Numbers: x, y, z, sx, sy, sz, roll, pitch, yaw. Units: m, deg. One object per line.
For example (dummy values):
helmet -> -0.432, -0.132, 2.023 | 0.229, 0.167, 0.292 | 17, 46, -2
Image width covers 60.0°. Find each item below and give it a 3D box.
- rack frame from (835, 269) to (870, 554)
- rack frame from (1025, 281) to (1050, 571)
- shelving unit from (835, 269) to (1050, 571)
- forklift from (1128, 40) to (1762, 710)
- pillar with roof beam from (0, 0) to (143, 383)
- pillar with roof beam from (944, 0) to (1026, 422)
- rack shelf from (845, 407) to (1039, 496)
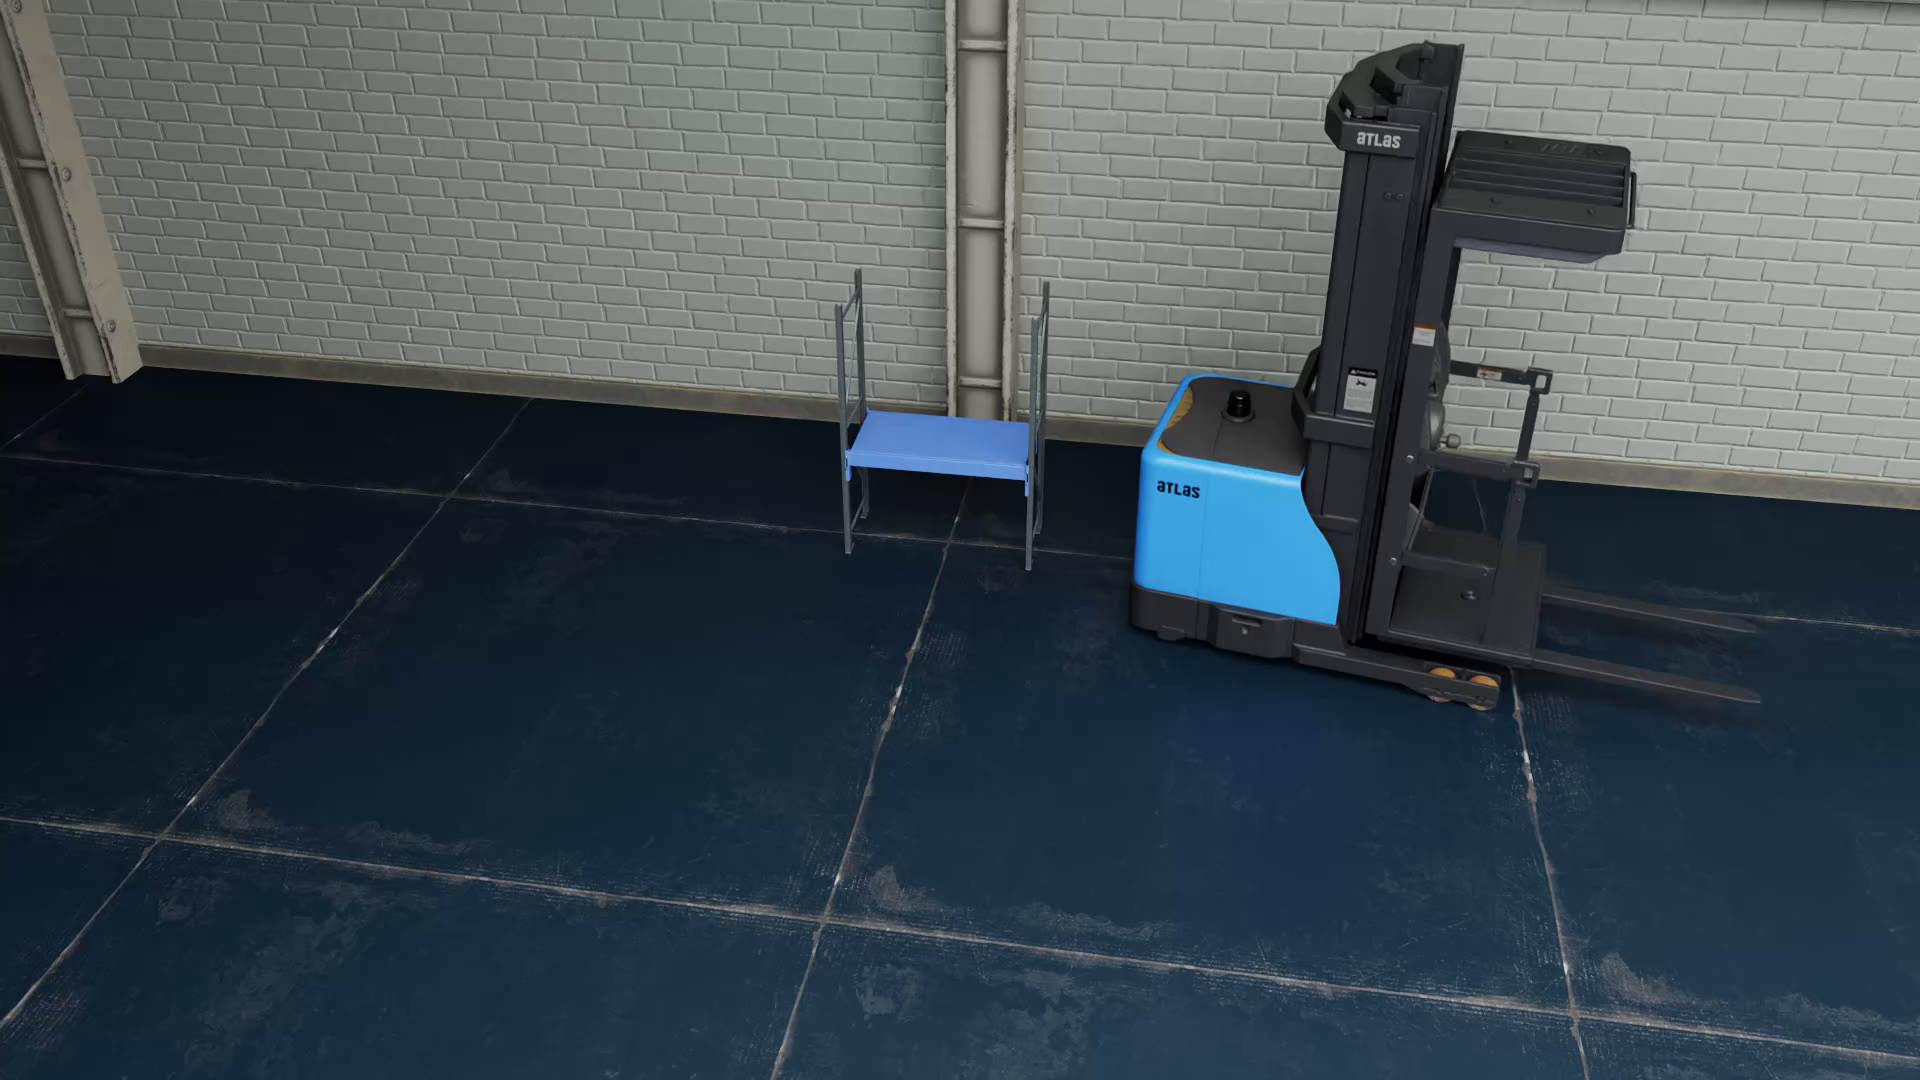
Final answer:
rack frame -> -0.585, -0.689, 9.111 | 0.032, 1.500, 0.500 | 5, 32, 8
rack frame -> 0.417, -0.598, 8.966 | 0.032, 1.500, 0.500 | 5, 32, 8
shelving unit -> -0.084, -0.643, 9.038 | 1.048, 1.500, 0.538 | 5, 32, 8
forklift -> 2.445, -0.732, 7.831 | 3.031, 2.935, 1.130 | 11, 34, 17
pillar with roof beam -> -6.501, -2.705, 5.264 | 0.400, 9.000, 9.100 | 5, 32, 8
pillar with roof beam -> -0.586, -2.169, 4.408 | 0.400, 9.000, 9.100 | 5, 32, 8
rack shelf -> -0.084, -0.491, 9.134 | 1.000, 0.185, 0.538 | 5, 32, 8
